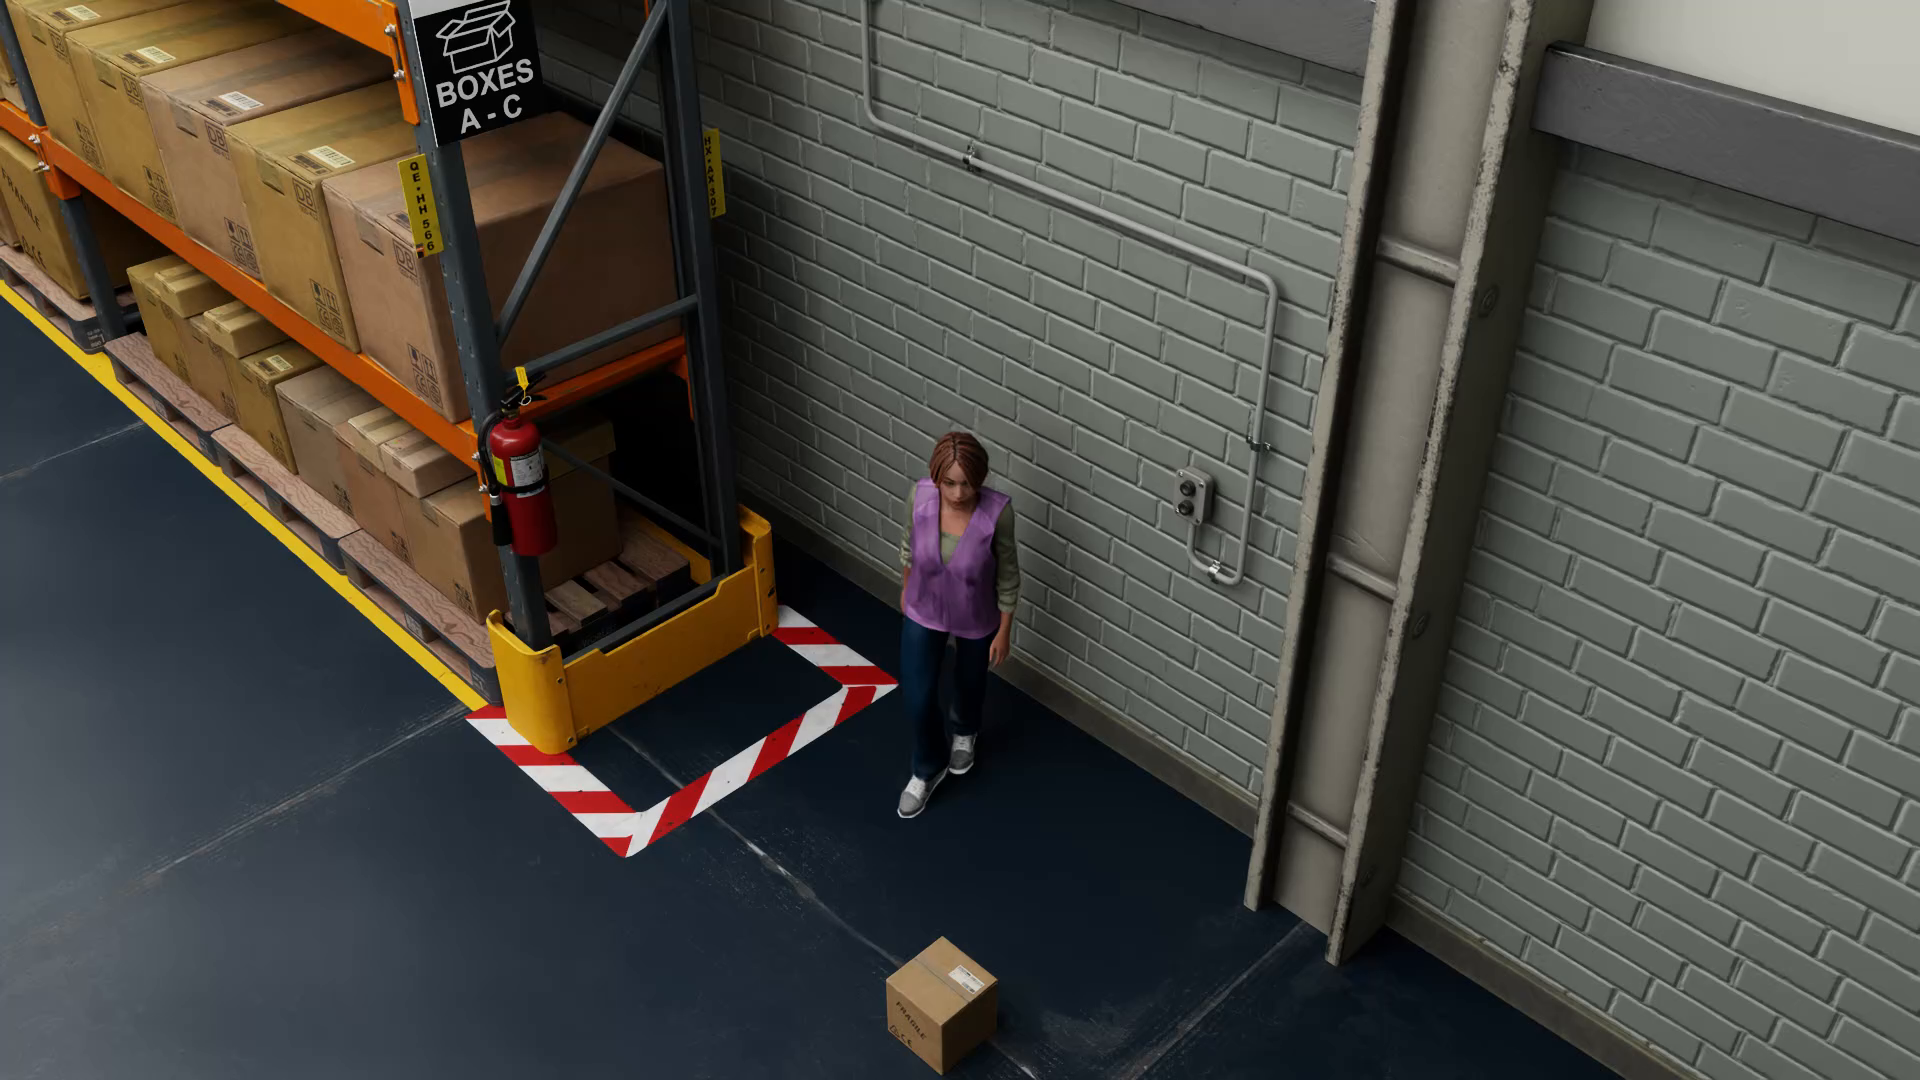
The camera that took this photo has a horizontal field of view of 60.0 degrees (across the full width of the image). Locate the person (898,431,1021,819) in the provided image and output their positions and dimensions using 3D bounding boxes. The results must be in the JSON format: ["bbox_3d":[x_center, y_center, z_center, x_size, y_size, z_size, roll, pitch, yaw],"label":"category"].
[{"bbox_3d":[-0.001,0.252,5.807,0.441,1.607,0.512,5,36,6],"label":"person"}]
